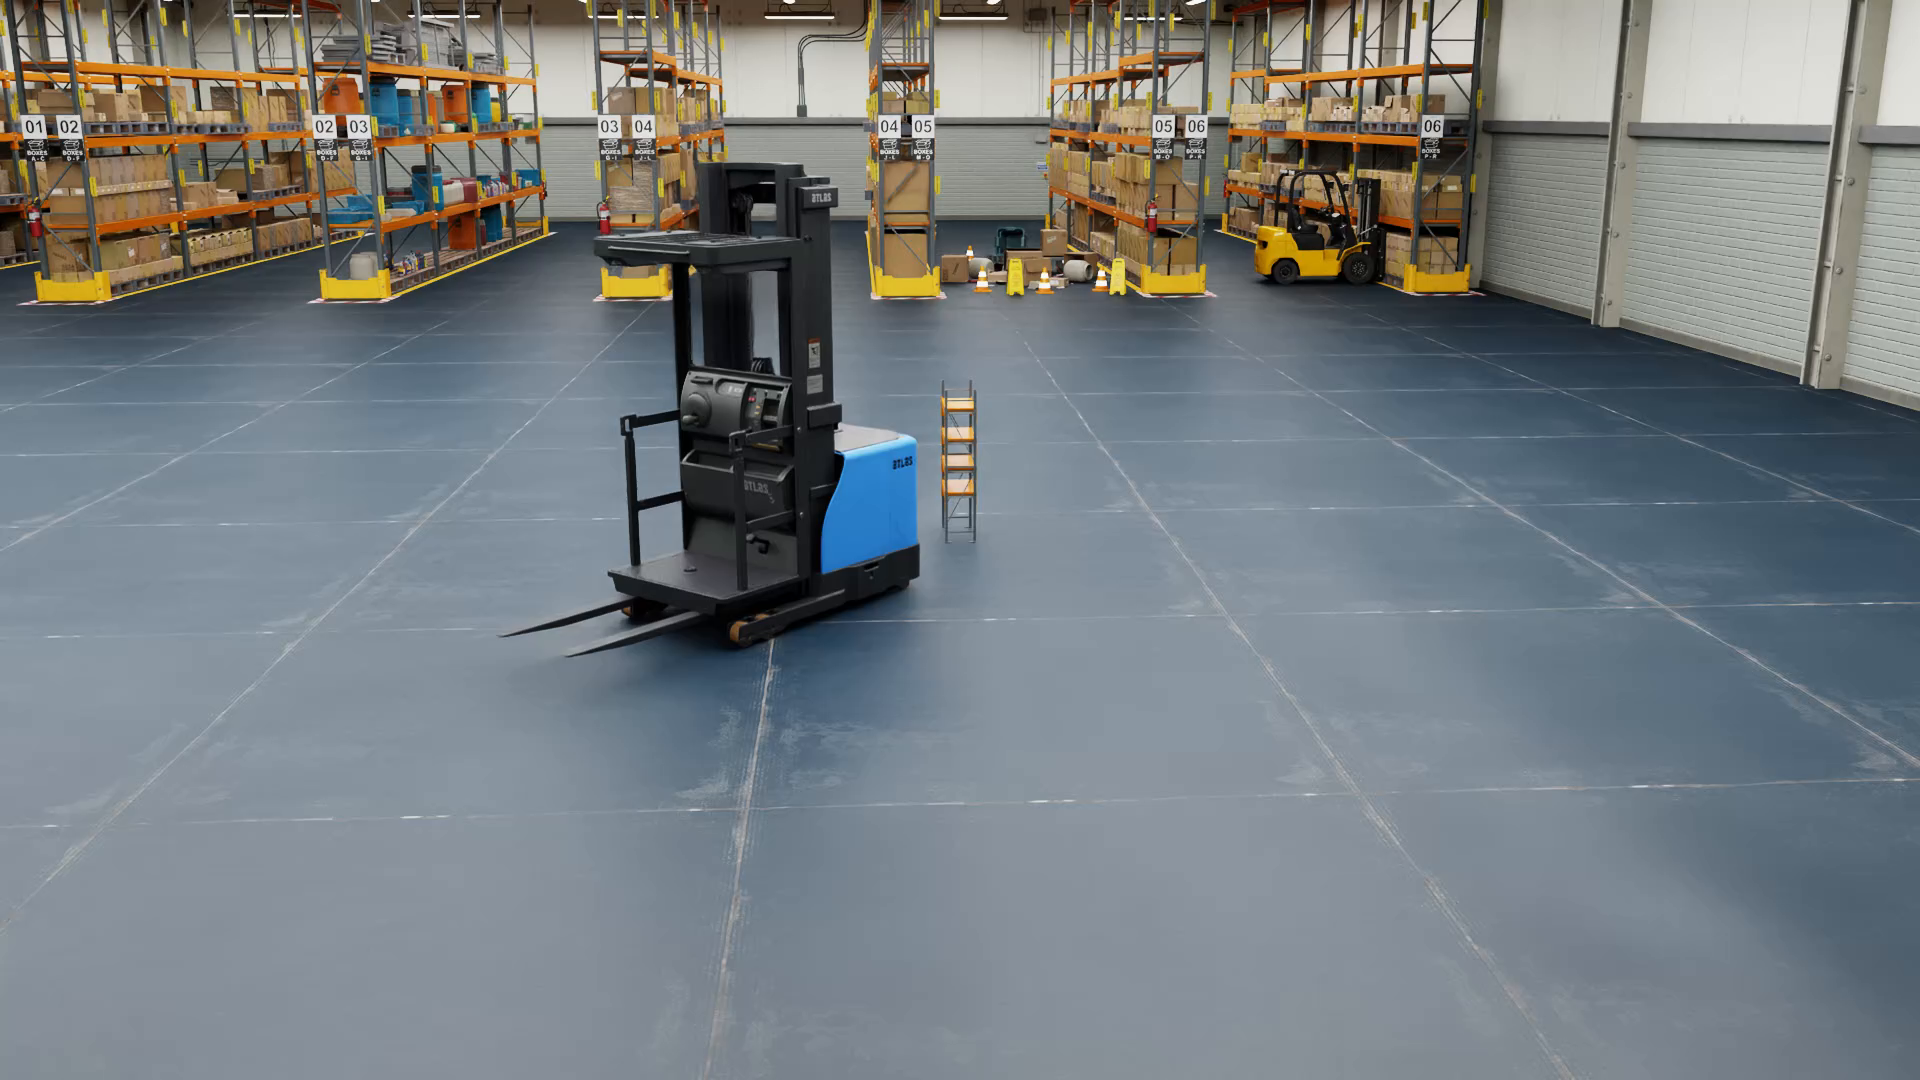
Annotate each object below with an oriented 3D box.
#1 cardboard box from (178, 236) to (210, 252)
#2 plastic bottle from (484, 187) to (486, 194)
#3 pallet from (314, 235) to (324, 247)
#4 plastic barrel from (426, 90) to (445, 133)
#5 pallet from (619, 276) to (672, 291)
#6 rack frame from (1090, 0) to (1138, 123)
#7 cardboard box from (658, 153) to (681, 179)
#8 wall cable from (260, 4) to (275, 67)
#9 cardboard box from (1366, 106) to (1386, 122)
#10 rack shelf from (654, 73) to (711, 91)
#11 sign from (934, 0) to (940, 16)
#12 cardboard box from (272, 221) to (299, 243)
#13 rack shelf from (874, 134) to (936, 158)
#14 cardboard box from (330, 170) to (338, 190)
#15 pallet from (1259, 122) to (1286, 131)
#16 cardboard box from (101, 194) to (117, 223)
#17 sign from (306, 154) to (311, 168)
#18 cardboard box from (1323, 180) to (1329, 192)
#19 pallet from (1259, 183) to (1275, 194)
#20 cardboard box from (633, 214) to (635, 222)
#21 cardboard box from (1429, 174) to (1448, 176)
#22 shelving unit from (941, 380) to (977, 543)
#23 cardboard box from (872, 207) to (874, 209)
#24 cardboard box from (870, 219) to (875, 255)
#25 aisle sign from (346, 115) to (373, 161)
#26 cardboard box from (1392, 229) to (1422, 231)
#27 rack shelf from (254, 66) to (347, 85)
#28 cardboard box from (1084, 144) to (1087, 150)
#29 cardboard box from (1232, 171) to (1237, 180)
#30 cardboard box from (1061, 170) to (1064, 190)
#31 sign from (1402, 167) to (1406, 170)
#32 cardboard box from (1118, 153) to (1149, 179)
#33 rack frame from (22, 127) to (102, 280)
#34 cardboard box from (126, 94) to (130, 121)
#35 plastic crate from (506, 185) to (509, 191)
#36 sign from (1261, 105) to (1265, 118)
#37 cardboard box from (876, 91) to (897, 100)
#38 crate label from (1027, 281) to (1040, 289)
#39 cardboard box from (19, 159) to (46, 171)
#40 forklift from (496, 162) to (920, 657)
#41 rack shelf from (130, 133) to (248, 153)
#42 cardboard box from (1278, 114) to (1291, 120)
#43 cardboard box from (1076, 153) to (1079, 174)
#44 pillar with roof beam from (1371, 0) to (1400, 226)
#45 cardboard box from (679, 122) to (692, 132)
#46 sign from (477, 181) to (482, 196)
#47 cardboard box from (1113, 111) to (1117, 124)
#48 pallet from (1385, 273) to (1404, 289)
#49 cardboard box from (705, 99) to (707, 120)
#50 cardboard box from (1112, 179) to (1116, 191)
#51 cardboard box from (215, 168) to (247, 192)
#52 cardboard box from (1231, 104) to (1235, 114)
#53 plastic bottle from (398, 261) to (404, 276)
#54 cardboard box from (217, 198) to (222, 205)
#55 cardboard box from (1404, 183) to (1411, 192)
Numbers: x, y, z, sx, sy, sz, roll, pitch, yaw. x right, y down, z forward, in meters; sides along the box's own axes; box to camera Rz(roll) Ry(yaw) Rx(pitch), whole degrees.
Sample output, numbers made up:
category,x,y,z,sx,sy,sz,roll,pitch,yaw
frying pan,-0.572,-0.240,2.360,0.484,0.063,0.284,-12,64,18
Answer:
category,x,y,z,sx,sy,sz,roll,pitch,yaw
cardboard box,-15.858,-6.119,34.337,0.500,0.311,0.500,-1,14,-4
plastic bottle,-11.094,-8.100,38.745,0.097,0.271,0.097,0,14,0
pallet,-16.592,-7.554,41.963,1.003,0.211,1.213,-1,14,-3
plastic barrel,-11.524,-9.302,36.135,0.600,0.901,0.600,0,14,0
pallet,-5.939,-4.772,31.151,1.003,0.211,1.213,-1,14,-3
rack frame,3.476,-10.949,37.523,1.000,3.000,0.127,-1,14,-3
cardboard box,-5.865,-7.465,33.217,0.500,0.500,0.500,-1,14,-3
wall cable,-19.036,-14.953,49.178,3.097,2.526,0.112,-1,14,-3
cardboard box,8.486,-8.577,33.459,0.500,0.311,0.500,-1,14,-2
rack shelf,-6.539,-10.752,39.001,1.077,0.370,4.000,-1,14,-3
sign,-0.409,-9.394,29.286,0.100,0.325,0.005,-1,14,-3
cardboard box,-16.181,-7.370,39.785,0.500,0.500,0.500,-1,14,-3
rack shelf,-1.087,-7.555,31.792,1.077,0.370,4.000,-1,14,-3
cardboard box,-16.407,-9.291,42.918,0.500,0.500,0.500,-1,14,-4
pallet,8.152,-10.315,41.453,1.213,0.211,1.003,-1,14,-3
cardboard box,-15.861,-6.045,30.299,0.700,0.500,0.500,-1,14,-2
sign,-15.997,-9.304,40.844,0.100,0.325,0.005,-1,14,-3
cardboard box,8.314,-7.795,36.601,0.500,0.250,0.500,-1,14,-3
pallet,8.122,-8.823,41.683,1.003,0.211,1.213,-1,14,-3
cardboard box,-6.158,-5.910,30.479,0.380,0.149,0.250,-1,14,-3
cardboard box,9.105,-6.856,31.555,0.380,0.149,0.250,-1,14,-2
shelving unit,-0.010,-0.622,13.037,0.258,1.200,0.503,-1,14,-3
cardboard box,-1.924,-8.105,41.178,0.500,0.250,0.500,-2,15,-6
cardboard box,-1.453,-6.686,36.665,1.050,0.750,0.750,-1,14,-3
aisle sign,-10.566,-7.071,29.270,0.394,0.787,0.004,-1,14,-3
cardboard box,8.965,-6.111,33.428,0.500,0.250,0.500,-1,14,-3
rack shelf,-16.675,-11.787,42.227,1.077,0.370,4.000,-1,14,-3
cardboard box,3.377,-10.095,42.731,0.380,0.149,0.250,-1,14,-4
cardboard box,7.725,-9.940,45.344,0.500,0.250,0.500,-1,14,-3
cardboard box,2.907,-9.326,43.054,0.500,0.500,0.500,-1,14,-5
sign,9.231,-7.593,34.622,0.100,0.325,0.005,-1,14,-3
cardboard box,3.544,-7.486,33.296,0.700,0.500,0.500,-1,14,-3
rack frame,-15.807,-5.749,29.352,1.000,3.000,0.127,-1,14,-3
cardboard box,-16.079,-8.107,31.163,0.797,0.503,0.637,1,14,3
plastic crate,-11.493,-8.829,41.729,0.396,0.136,0.243,-1,14,-3
sign,7.641,-10.809,41.960,0.100,0.325,0.005,-1,14,-3
cardboard box,-1.322,-8.000,29.941,0.380,0.149,0.250,-1,14,-3
crate label,1.460,-4.848,31.593,0.250,0.136,0.298,-9,17,-32
cardboard box,-21.052,-8.477,37.612,0.500,0.250,0.500,-1,14,-4
forklift,-1.584,-0.886,10.587,1.130,2.935,3.031,11,18,36
rack shelf,-16.179,-8.346,34.868,1.077,0.370,4.000,-1,14,-3
cardboard box,7.924,-10.237,40.234,0.380,0.149,0.250,-1,14,-2
cardboard box,3.094,-9.078,40.083,0.500,0.500,0.500,-1,14,-4
pillar with roof beam,5.113,-10.650,36.360,9.100,9.000,0.400,-1,14,-3
cardboard box,-6.068,-8.908,35.911,0.500,0.250,0.500,0,14,-2
sign,-10.810,-7.904,37.398,0.100,0.325,0.005,-1,14,-3
cardboard box,3.516,-8.902,35.042,0.500,0.250,0.500,-1,14,-3
pallet,8.836,-4.971,31.923,1.003,0.211,1.213,-1,14,-3
cardboard box,-6.800,-10.966,42.364,0.700,0.500,0.500,0,14,-1
cardboard box,3.466,-7.556,34.735,0.500,0.500,0.500,-1,14,-4
cardboard box,-16.454,-8.146,37.622,0.700,0.500,0.500,-6,16,-22
cardboard box,7.711,-11.763,45.406,0.500,0.250,0.500,-1,14,-4
plastic bottle,-10.664,-5.172,31.702,0.097,0.271,0.097,0,14,0
cardboard box,-16.168,-7.301,35.887,0.380,0.149,0.250,0,14,1
cardboard box,8.579,-6.639,31.309,0.380,0.149,0.250,-1,14,-3
